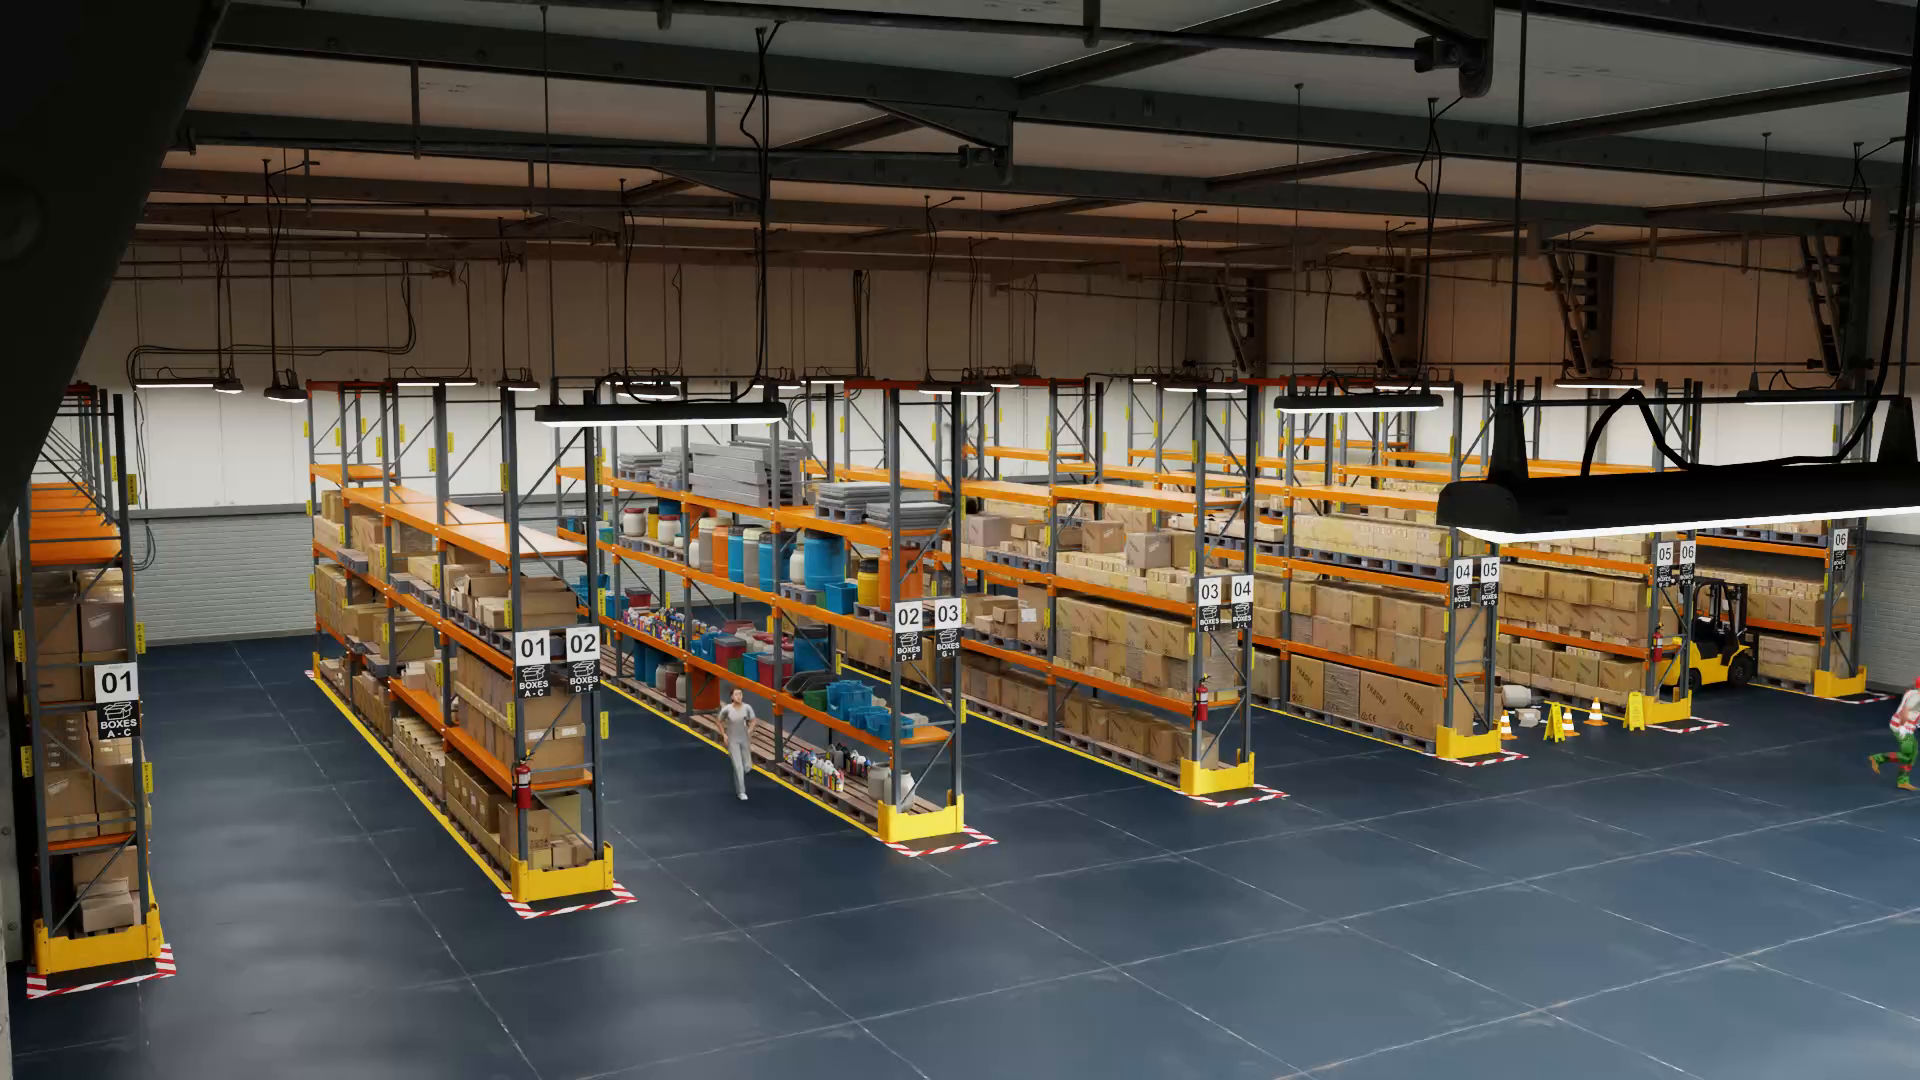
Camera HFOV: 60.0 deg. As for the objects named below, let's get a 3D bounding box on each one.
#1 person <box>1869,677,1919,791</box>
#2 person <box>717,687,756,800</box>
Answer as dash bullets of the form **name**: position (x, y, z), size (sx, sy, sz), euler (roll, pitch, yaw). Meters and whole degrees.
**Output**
- **person**: position (14.040, 2.866, 24.806), size (0.841, 1.716, 0.655), euler (2, 6, 15)
- **person**: position (-3.260, 2.936, 24.289), size (0.563, 1.632, 0.697), euler (-2, 6, -19)
